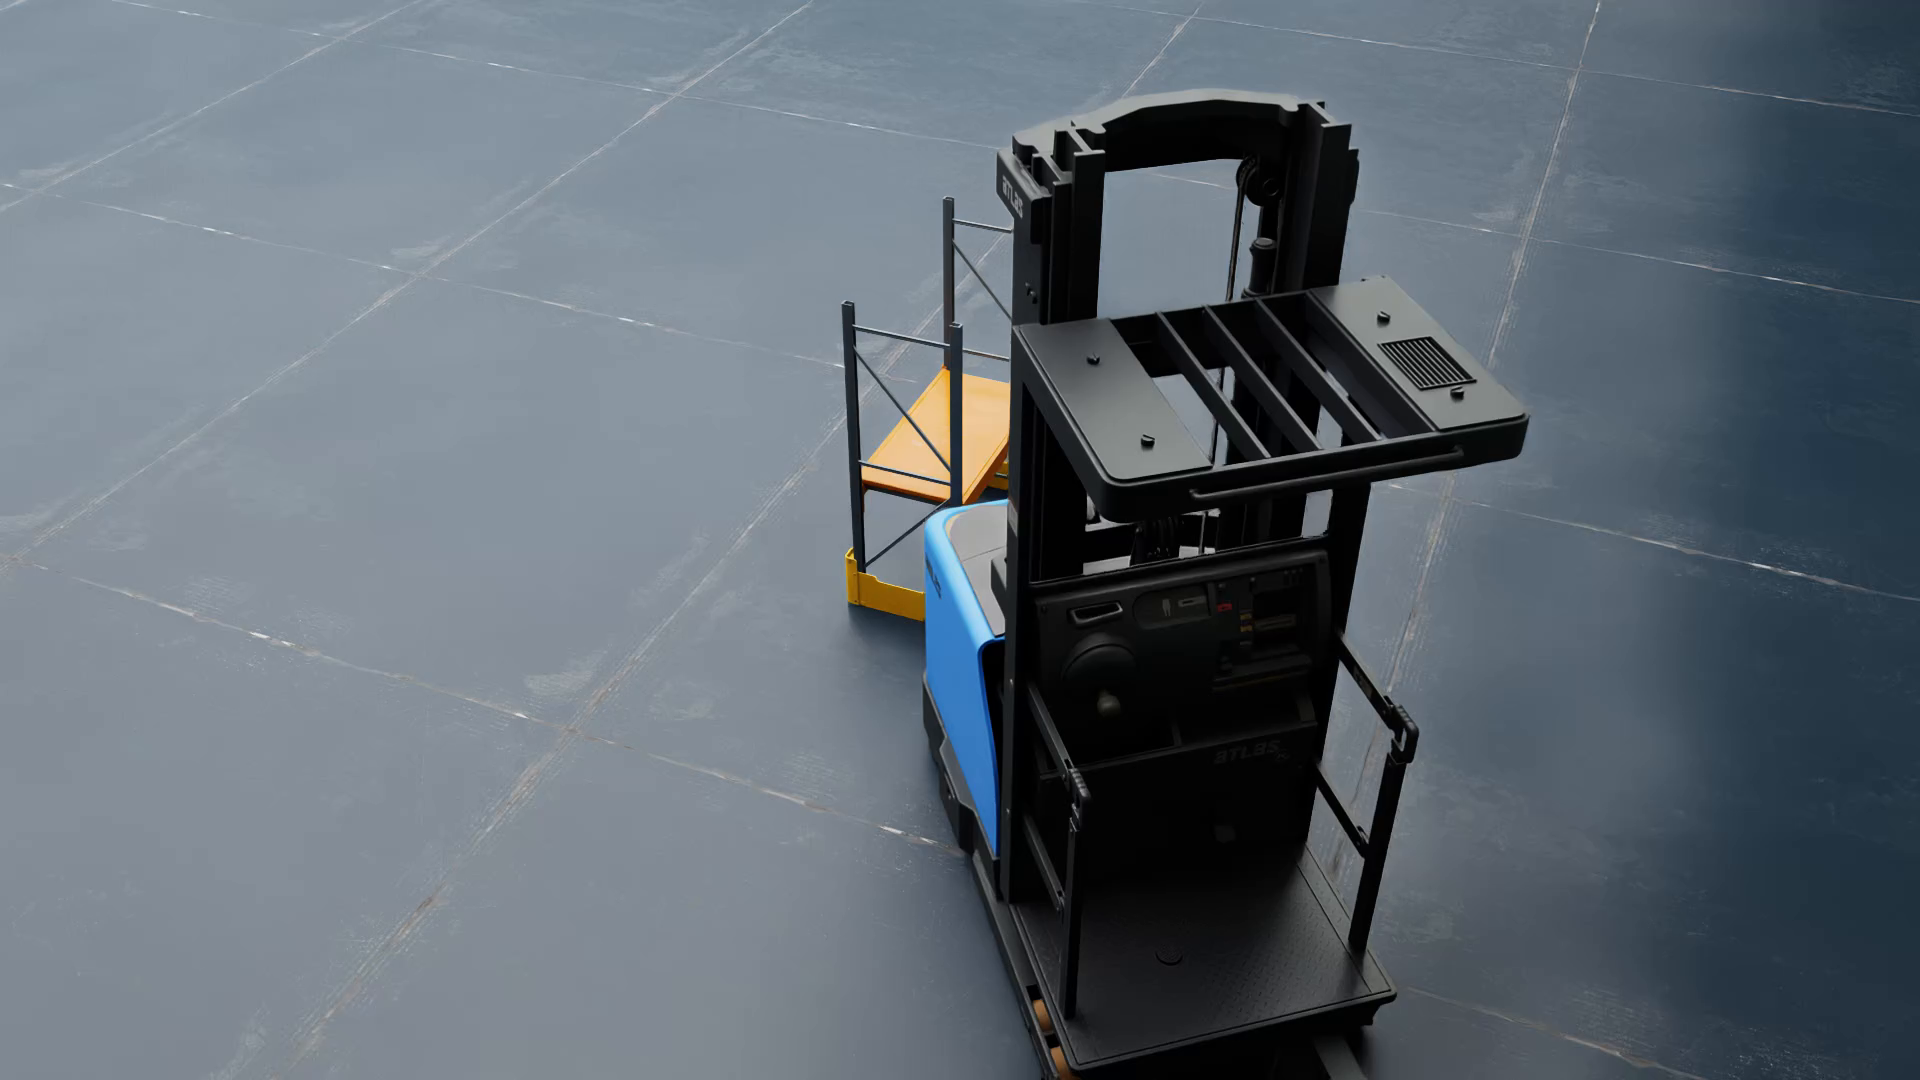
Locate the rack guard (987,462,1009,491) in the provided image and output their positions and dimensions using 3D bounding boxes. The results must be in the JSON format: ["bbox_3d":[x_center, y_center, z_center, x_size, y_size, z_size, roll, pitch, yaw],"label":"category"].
[{"bbox_3d":[0.160,-0.334,7.988,0.587,0.250,0.087,14,39,18],"label":"rack guard"}]

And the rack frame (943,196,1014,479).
[{"bbox_3d":[0.161,-0.835,7.614,0.500,1.500,0.032,14,39,18],"label":"rack frame"}]

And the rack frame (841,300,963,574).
[{"bbox_3d":[-0.226,-0.272,6.861,0.500,1.500,0.032,14,39,18],"label":"rack frame"}]

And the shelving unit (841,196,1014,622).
[{"bbox_3d":[-0.029,-0.559,7.245,0.587,1.500,1.083,14,39,18],"label":"shelving unit"}]

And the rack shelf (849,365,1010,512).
[{"bbox_3d":[-0.032,-0.409,7.345,0.538,0.185,1.000,14,39,18],"label":"rack shelf"}]

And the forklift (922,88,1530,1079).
[{"bbox_3d":[0.738,0.353,4.829,1.130,2.935,3.031,-9,38,-12],"label":"forklift"}]

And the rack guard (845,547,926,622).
[{"bbox_3d":[-0.218,0.218,7.250,0.587,0.250,0.087,14,39,18],"label":"rack guard"}]
